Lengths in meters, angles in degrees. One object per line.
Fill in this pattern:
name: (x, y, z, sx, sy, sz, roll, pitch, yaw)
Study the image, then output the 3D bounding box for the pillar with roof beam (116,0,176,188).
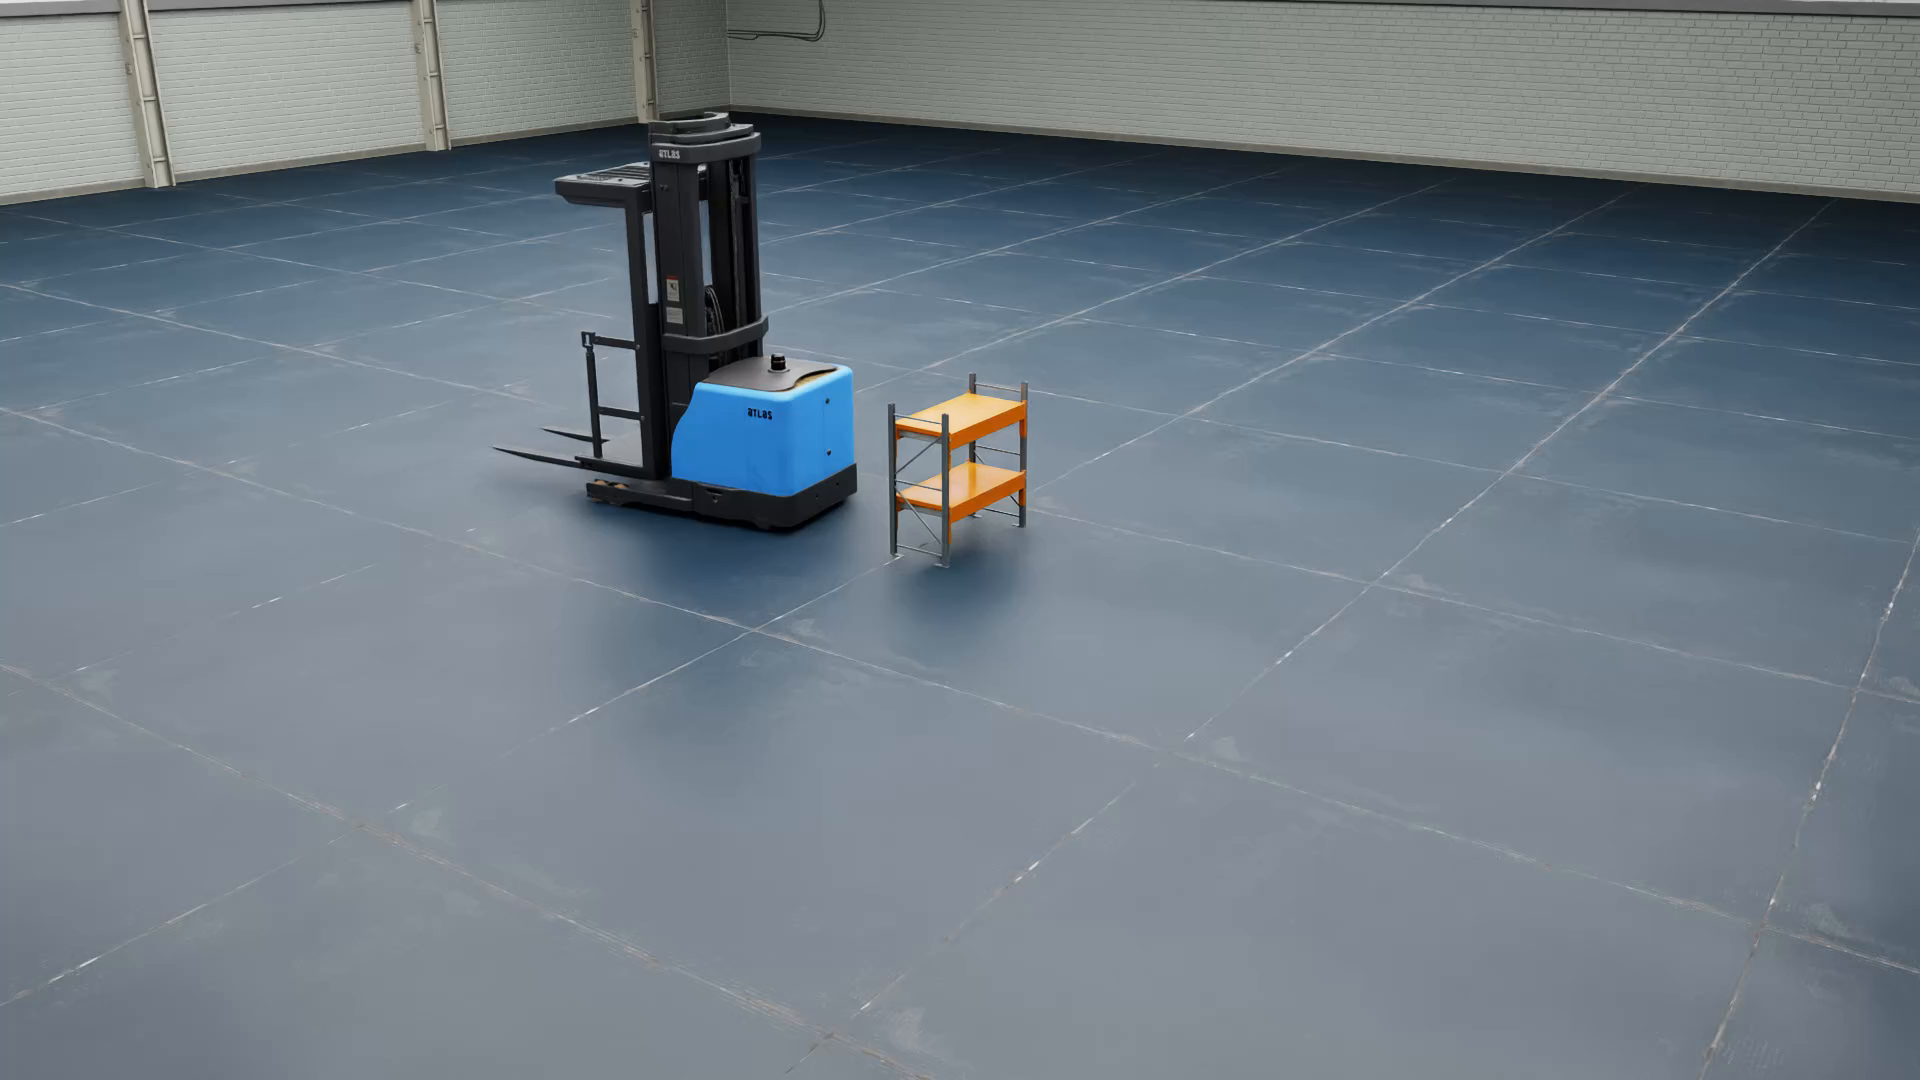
pillar with roof beam: (-10.339, -9.539, 25.081, 9.100, 9.000, 0.400, 13, 24, 32)

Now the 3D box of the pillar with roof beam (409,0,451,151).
pillar with roof beam: (-6.966, -11.260, 29.735, 9.100, 9.000, 0.400, 13, 24, 32)

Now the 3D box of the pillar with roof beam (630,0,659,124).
pillar with roof beam: (-3.593, -12.982, 34.389, 9.100, 9.000, 0.400, 13, 24, 32)

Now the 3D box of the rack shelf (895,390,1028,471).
rack shelf: (-0.004, -0.800, 11.963, 0.538, 0.278, 1.000, 13, 24, 32)

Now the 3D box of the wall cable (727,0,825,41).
wall cable: (-4.404, -12.952, 38.786, 3.097, 2.526, 0.112, 13, 24, 32)

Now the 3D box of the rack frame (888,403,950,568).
rack frame: (-0.290, -0.380, 11.670, 0.500, 1.125, 0.032, 13, 24, 32)

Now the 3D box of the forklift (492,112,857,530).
forklift: (-2.359, -1.792, 12.884, 3.031, 2.935, 1.130, 10, 23, 26)

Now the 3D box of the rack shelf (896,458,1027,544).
rack shelf: (-0.004, -0.296, 12.149, 0.538, 0.278, 1.000, 13, 24, 32)

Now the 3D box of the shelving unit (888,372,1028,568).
shelving unit: (-0.004, -0.526, 12.065, 0.538, 1.125, 1.048, 13, 24, 32)

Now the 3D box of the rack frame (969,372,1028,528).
rack frame: (0.282, -0.671, 12.459, 0.500, 1.125, 0.032, 13, 24, 32)
